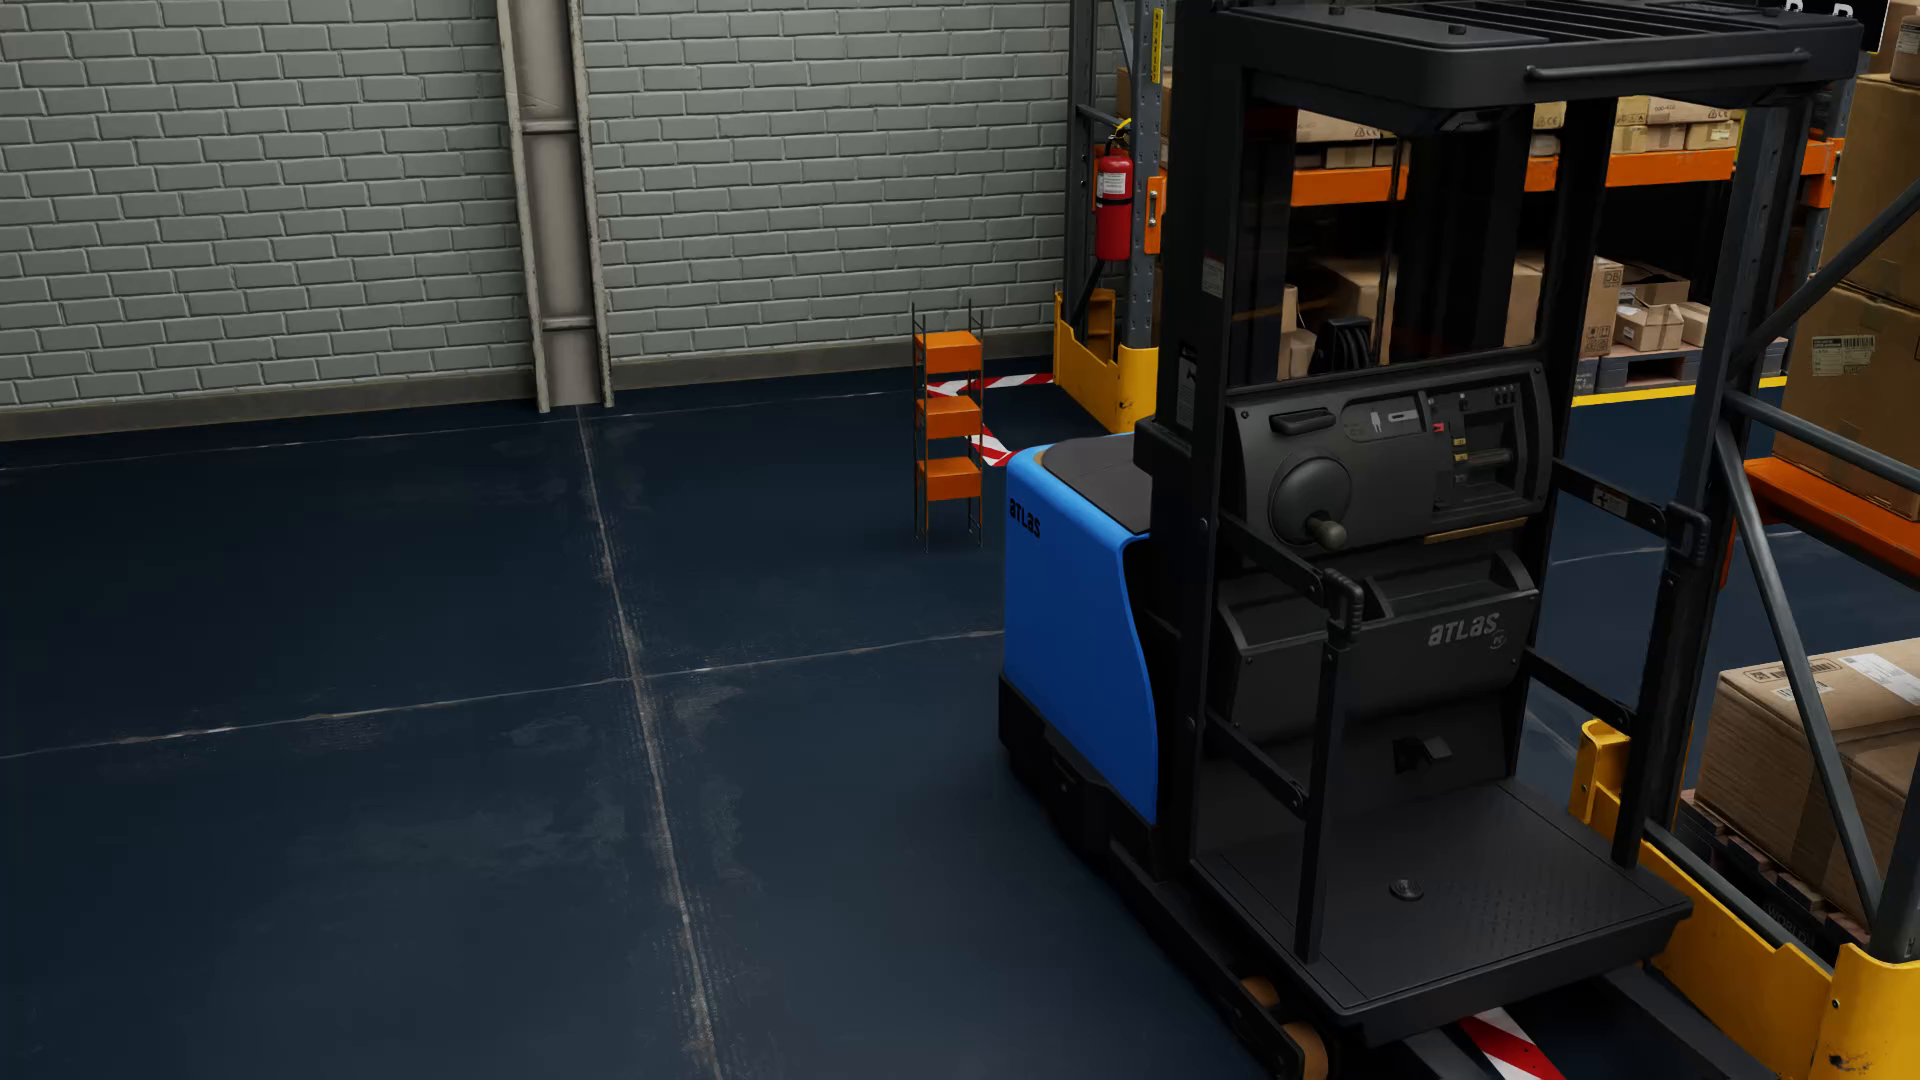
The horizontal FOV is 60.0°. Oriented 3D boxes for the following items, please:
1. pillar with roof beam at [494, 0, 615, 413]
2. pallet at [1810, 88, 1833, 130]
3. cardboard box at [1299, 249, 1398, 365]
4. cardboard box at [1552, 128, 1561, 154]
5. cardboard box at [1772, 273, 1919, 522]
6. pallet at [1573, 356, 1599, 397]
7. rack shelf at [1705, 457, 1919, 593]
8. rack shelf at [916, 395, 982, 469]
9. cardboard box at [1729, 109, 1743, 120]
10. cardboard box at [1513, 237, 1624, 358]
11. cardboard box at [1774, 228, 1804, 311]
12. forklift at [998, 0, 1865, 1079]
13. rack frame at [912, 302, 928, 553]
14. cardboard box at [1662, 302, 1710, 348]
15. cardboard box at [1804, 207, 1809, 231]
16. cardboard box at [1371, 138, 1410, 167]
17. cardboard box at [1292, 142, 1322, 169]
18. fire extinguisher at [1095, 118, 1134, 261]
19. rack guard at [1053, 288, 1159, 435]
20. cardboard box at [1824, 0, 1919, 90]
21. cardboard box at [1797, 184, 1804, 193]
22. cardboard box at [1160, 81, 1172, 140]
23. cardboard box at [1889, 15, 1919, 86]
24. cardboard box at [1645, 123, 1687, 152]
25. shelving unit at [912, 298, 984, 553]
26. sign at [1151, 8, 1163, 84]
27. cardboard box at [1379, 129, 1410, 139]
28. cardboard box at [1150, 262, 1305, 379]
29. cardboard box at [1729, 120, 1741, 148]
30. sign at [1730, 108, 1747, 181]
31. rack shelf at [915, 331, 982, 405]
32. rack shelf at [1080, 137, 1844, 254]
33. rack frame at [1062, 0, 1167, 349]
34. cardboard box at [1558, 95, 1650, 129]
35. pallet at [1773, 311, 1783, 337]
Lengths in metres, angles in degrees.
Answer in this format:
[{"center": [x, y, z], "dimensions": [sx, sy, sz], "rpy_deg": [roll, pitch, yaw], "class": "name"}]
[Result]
[{"center": [-0.922, -3.255, 3.423], "dimensions": [0.400, 9.000, 9.100], "rpy_deg": [-6, 24, -14], "class": "pillar with roof beam"}, {"center": [5.405, -2.459, 9.419], "dimensions": [1.213, 0.211, 1.003], "rpy_deg": [-6, 24, -14], "class": "pallet"}, {"center": [2.203, -1.227, 8.943], "dimensions": [0.500, 0.500, 0.700], "rpy_deg": [-5, 24, -12], "class": "cardboard box"}, {"center": [3.102, -2.145, 8.762], "dimensions": [0.250, 0.149, 0.380], "rpy_deg": [-6, 24, -14], "class": "cardboard box"}, {"center": [2.492, -0.391, 4.230], "dimensions": [0.500, 0.500, 0.500], "rpy_deg": [-6, 24, -14], "class": "cardboard box"}, {"center": [2.768, -1.017, 9.354], "dimensions": [1.213, 0.211, 1.003], "rpy_deg": [-6, 24, -14], "class": "pallet"}, {"center": [4.025, -0.075, 4.534], "dimensions": [4.000, 0.370, 1.077], "rpy_deg": [-6, 24, -14], "class": "rack shelf"}, {"center": [-0.052, -0.467, 7.034], "dimensions": [0.240, 0.259, 0.215], "rpy_deg": [-6, 24, -14], "class": "rack shelf"}, {"center": [4.182, -2.424, 8.909], "dimensions": [0.500, 0.250, 0.500], "rpy_deg": [-6, 24, -13], "class": "cardboard box"}, {"center": [3.202, -1.337, 9.200], "dimensions": [0.500, 0.500, 0.700], "rpy_deg": [-7, 24, -16], "class": "cardboard box"}, {"center": [5.133, -1.514, 9.611], "dimensions": [0.500, 0.500, 0.500], "rpy_deg": [-5, 24, -12], "class": "cardboard box"}, {"center": [1.179, -0.186, 3.966], "dimensions": [1.130, 2.935, 3.031], "rpy_deg": [-10, 25, -21], "class": "forklift"}, {"center": [-0.169, -0.464, 6.999], "dimensions": [0.008, 1.050, 0.200], "rpy_deg": [-6, 24, -14], "class": "rack frame"}, {"center": [4.149, -1.215, 9.361], "dimensions": [0.250, 0.149, 0.380], "rpy_deg": [-7, 24, -16], "class": "cardboard box"}, {"center": [5.023, -1.783, 9.416], "dimensions": [0.250, 0.149, 0.380], "rpy_deg": [-5, 24, -12], "class": "cardboard box"}, {"center": [2.135, -2.012, 8.455], "dimensions": [0.250, 0.149, 0.380], "rpy_deg": [-6, 24, -14], "class": "cardboard box"}, {"center": [1.621, -1.978, 8.375], "dimensions": [0.250, 0.149, 0.380], "rpy_deg": [-7, 24, -15], "class": "cardboard box"}, {"center": [0.738, -1.679, 7.930], "dimensions": [0.183, 0.674, 0.296], "rpy_deg": [-6, 24, -14], "class": "fire extinguisher"}, {"center": [0.828, -0.937, 8.799], "dimensions": [0.348, 0.500, 1.175], "rpy_deg": [-6, 24, -14], "class": "rack guard"}, {"center": [5.132, -2.709, 9.099], "dimensions": [0.500, 0.500, 0.700], "rpy_deg": [-6, 24, -13], "class": "cardboard box"}, {"center": [5.134, -2.024, 9.979], "dimensions": [0.250, 0.149, 0.380], "rpy_deg": [-6, 24, -14], "class": "cardboard box"}, {"center": [1.264, -2.091, 8.132], "dimensions": [0.500, 0.250, 0.500], "rpy_deg": [-6, 24, -14], "class": "cardboard box"}, {"center": [2.391, -1.111, 3.817], "dimensions": [0.250, 0.149, 0.380], "rpy_deg": [-6, 24, -14], "class": "cardboard box"}, {"center": [3.619, -2.167, 8.816], "dimensions": [0.250, 0.149, 0.380], "rpy_deg": [-6, 24, -13], "class": "cardboard box"}, {"center": [-0.052, -0.477, 7.030], "dimensions": [0.252, 1.050, 0.215], "rpy_deg": [-6, 24, -14], "class": "shelving unit"}, {"center": [0.901, -2.269, 7.636], "dimensions": [0.005, 0.325, 0.100], "rpy_deg": [-6, 24, -14], "class": "sign"}, {"center": [2.237, -2.200, 8.386], "dimensions": [0.500, 0.250, 0.500], "rpy_deg": [-7, 24, -15], "class": "cardboard box"}, {"center": [1.369, -1.152, 8.764], "dimensions": [0.637, 0.503, 0.797], "rpy_deg": [-7, 24, -16], "class": "cardboard box"}, {"center": [4.122, -2.222, 8.943], "dimensions": [0.250, 0.149, 0.380], "rpy_deg": [-6, 24, -13], "class": "cardboard box"}, {"center": [1.966, -1.041, 4.104], "dimensions": [0.005, 0.325, 0.100], "rpy_deg": [-6, 24, -14], "class": "sign"}, {"center": [-0.052, -0.728, 6.922], "dimensions": [0.240, 0.259, 0.215], "rpy_deg": [-6, 24, -14], "class": "rack shelf"}, {"center": [2.680, -1.960, 8.925], "dimensions": [4.000, 0.370, 1.077], "rpy_deg": [-6, 24, -14], "class": "rack shelf"}, {"center": [0.755, -2.077, 8.287], "dimensions": [0.127, 3.000, 1.000], "rpy_deg": [-6, 24, -14], "class": "rack frame"}, {"center": [3.219, -2.317, 8.659], "dimensions": [0.500, 0.250, 0.500], "rpy_deg": [-6, 24, -15], "class": "cardboard box"}, {"center": [5.379, -1.323, 10.065], "dimensions": [1.213, 0.211, 1.003], "rpy_deg": [-6, 24, -14], "class": "pallet"}]
